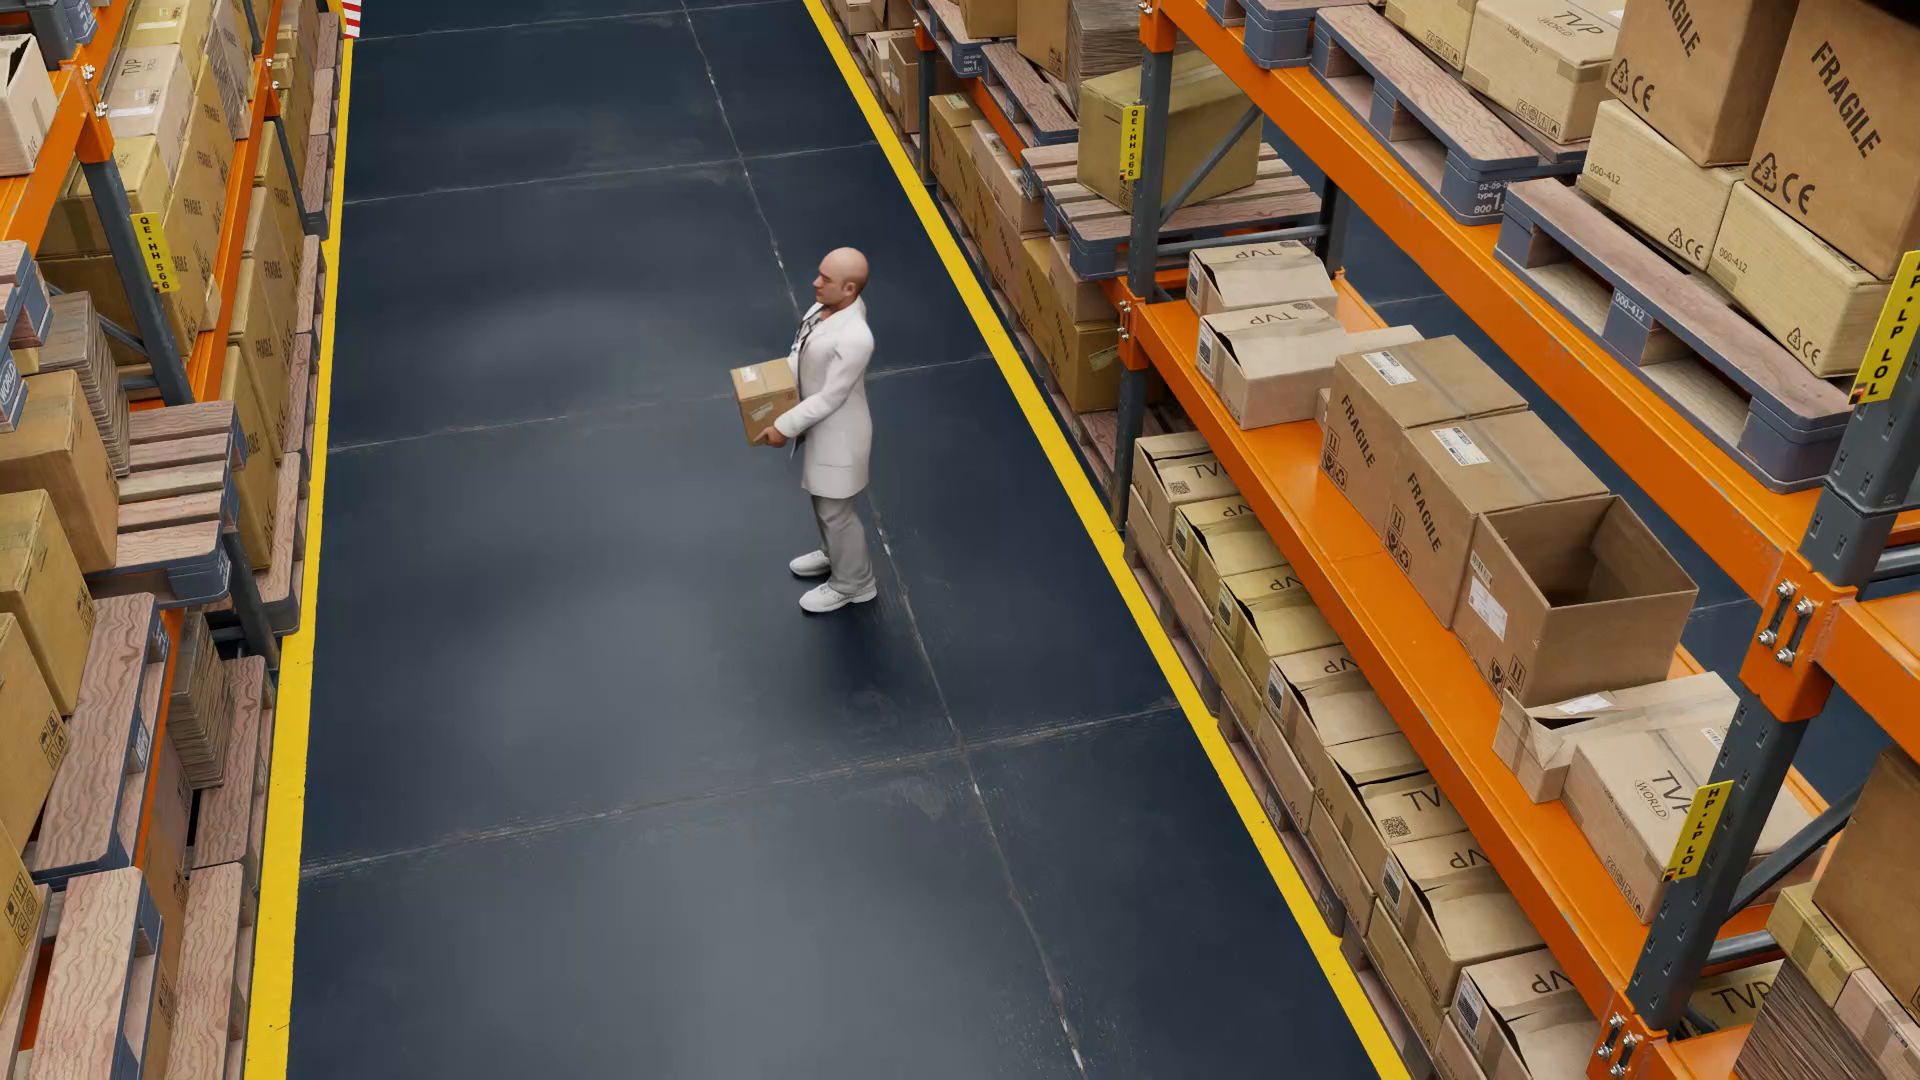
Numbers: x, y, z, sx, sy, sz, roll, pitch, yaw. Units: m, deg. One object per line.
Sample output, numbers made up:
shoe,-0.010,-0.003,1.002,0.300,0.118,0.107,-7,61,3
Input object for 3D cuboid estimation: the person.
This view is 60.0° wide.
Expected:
person,-0.650,-0.475,7.346,0.555,1.769,0.529,-9,39,-12
